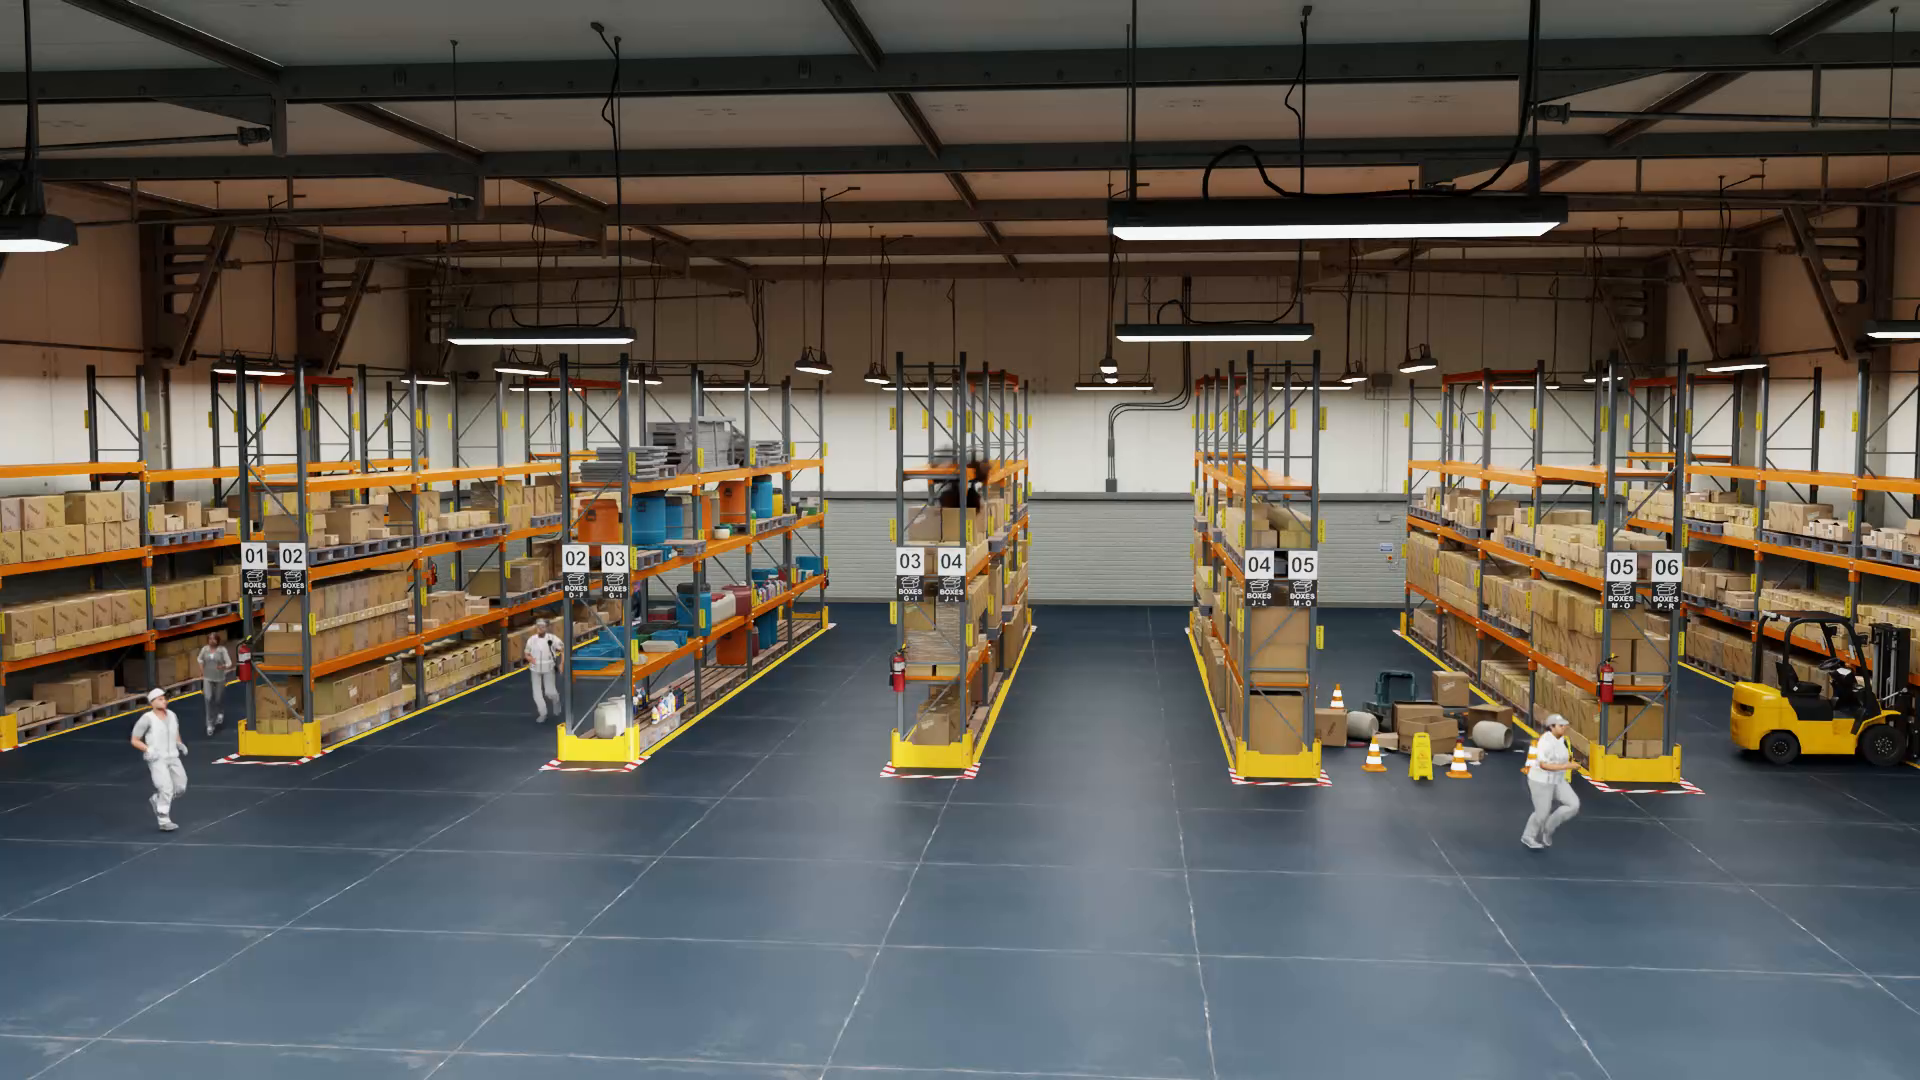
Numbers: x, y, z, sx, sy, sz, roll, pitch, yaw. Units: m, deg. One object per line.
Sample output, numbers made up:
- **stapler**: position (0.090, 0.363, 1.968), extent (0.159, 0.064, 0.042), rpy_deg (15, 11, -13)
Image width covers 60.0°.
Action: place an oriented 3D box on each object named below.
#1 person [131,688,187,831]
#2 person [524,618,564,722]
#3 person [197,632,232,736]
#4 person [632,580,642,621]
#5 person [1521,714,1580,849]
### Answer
- **person**: position (-9.811, 2.684, 20.400), extent (0.621, 1.737, 0.653), rpy_deg (2, 5, 28)
- **person**: position (-6.939, 2.172, 27.737), extent (0.674, 1.751, 0.614), rpy_deg (0, 4, -3)
- **person**: position (-12.043, 2.282, 26.870), extent (0.539, 1.613, 0.871), rpy_deg (-1, 4, -17)
- **person**: position (-8.141, 1.267, 41.771), extent (0.580, 1.544, 0.563), rpy_deg (2, 5, 26)
- **person**: position (6.866, 2.808, 19.292), extent (0.640, 1.617, 0.736), rpy_deg (-4, 5, -42)
